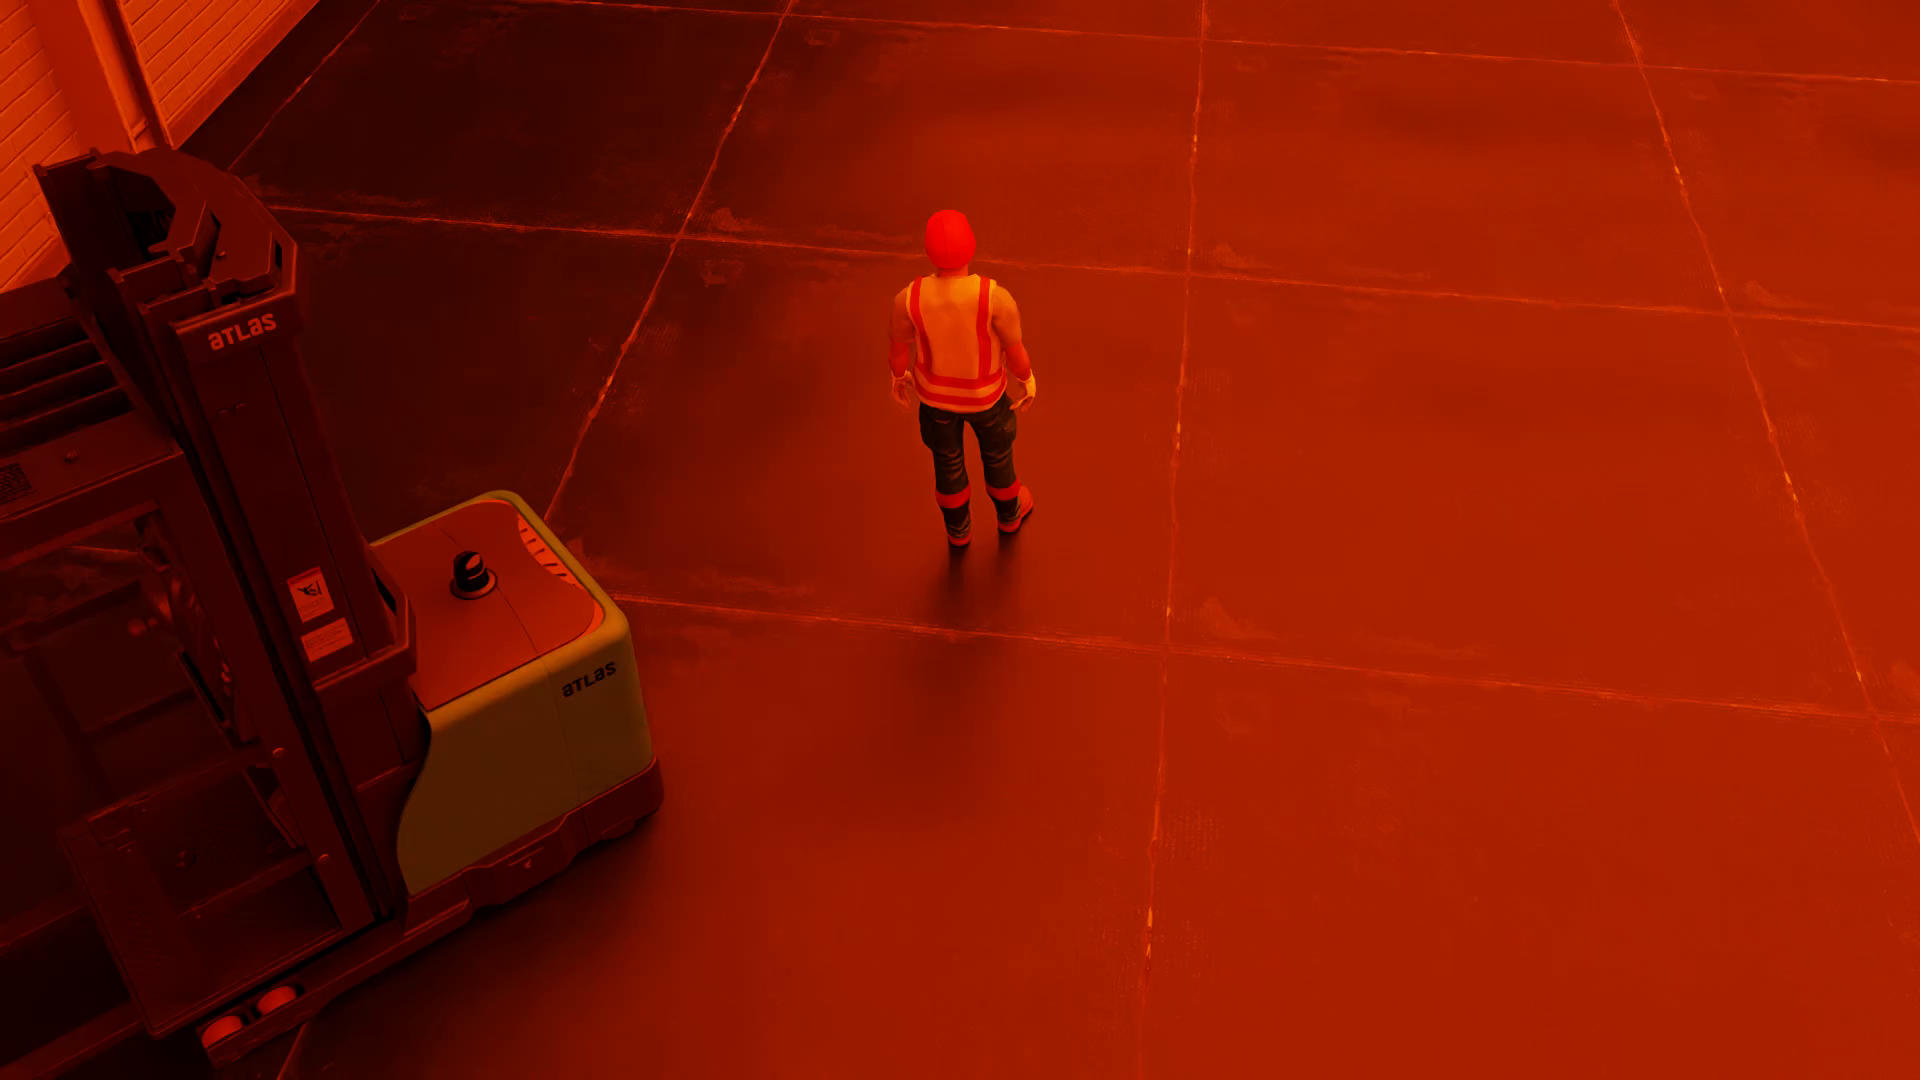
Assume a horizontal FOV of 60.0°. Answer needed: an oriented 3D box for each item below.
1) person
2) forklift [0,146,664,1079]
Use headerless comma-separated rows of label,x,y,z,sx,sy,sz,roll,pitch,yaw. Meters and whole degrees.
person,0.021,-0.717,7.339,0.638,1.789,0.562,5,43,6
forklift,-2.662,0.357,5.336,3.031,2.935,1.130,-28,49,-27
